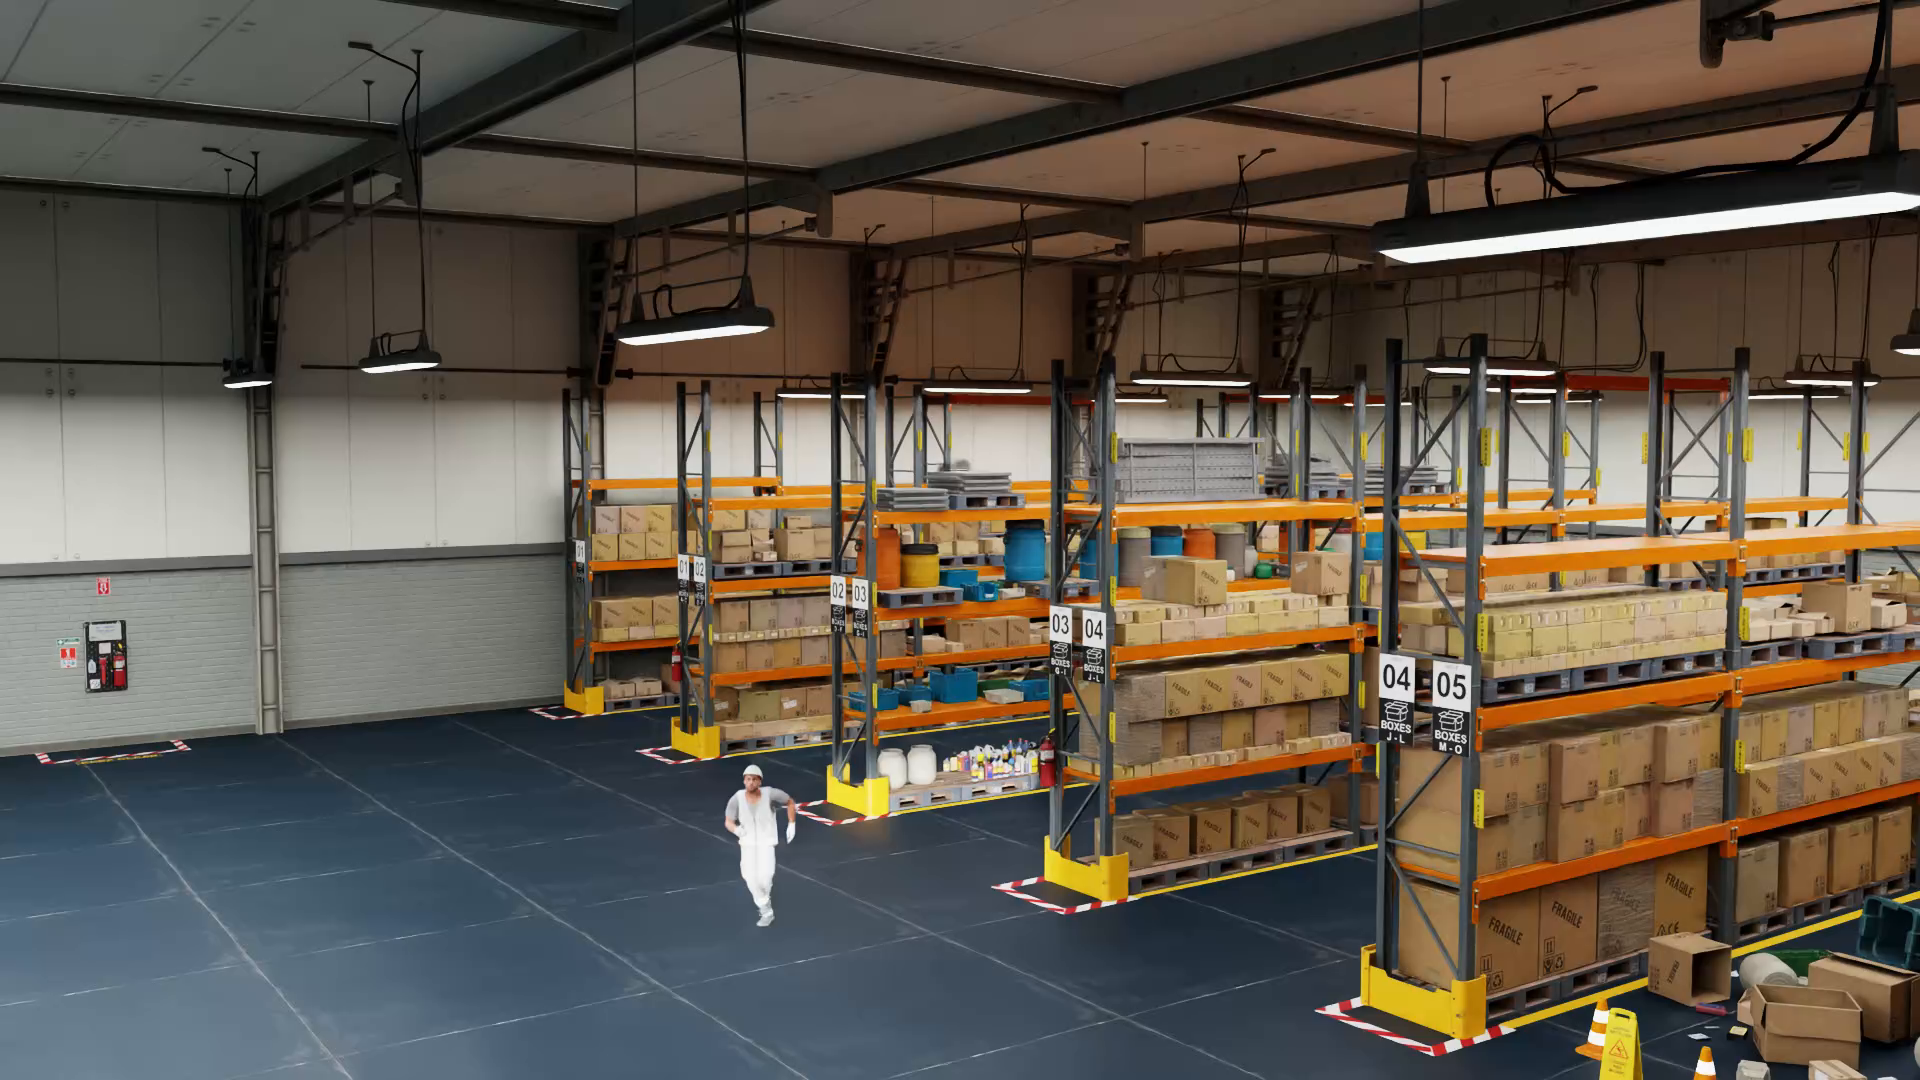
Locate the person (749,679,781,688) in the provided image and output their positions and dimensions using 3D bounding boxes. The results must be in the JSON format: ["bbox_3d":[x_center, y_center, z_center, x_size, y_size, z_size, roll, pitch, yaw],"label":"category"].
[{"bbox_3d":[-3.569,2.088,30.124,0.863,1.743,0.645,-4,5,-44],"label":"person"}]

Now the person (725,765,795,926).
[{"bbox_3d":[-2.085,3.186,17.220,0.707,1.728,0.657,0,4,2],"label":"person"}]
